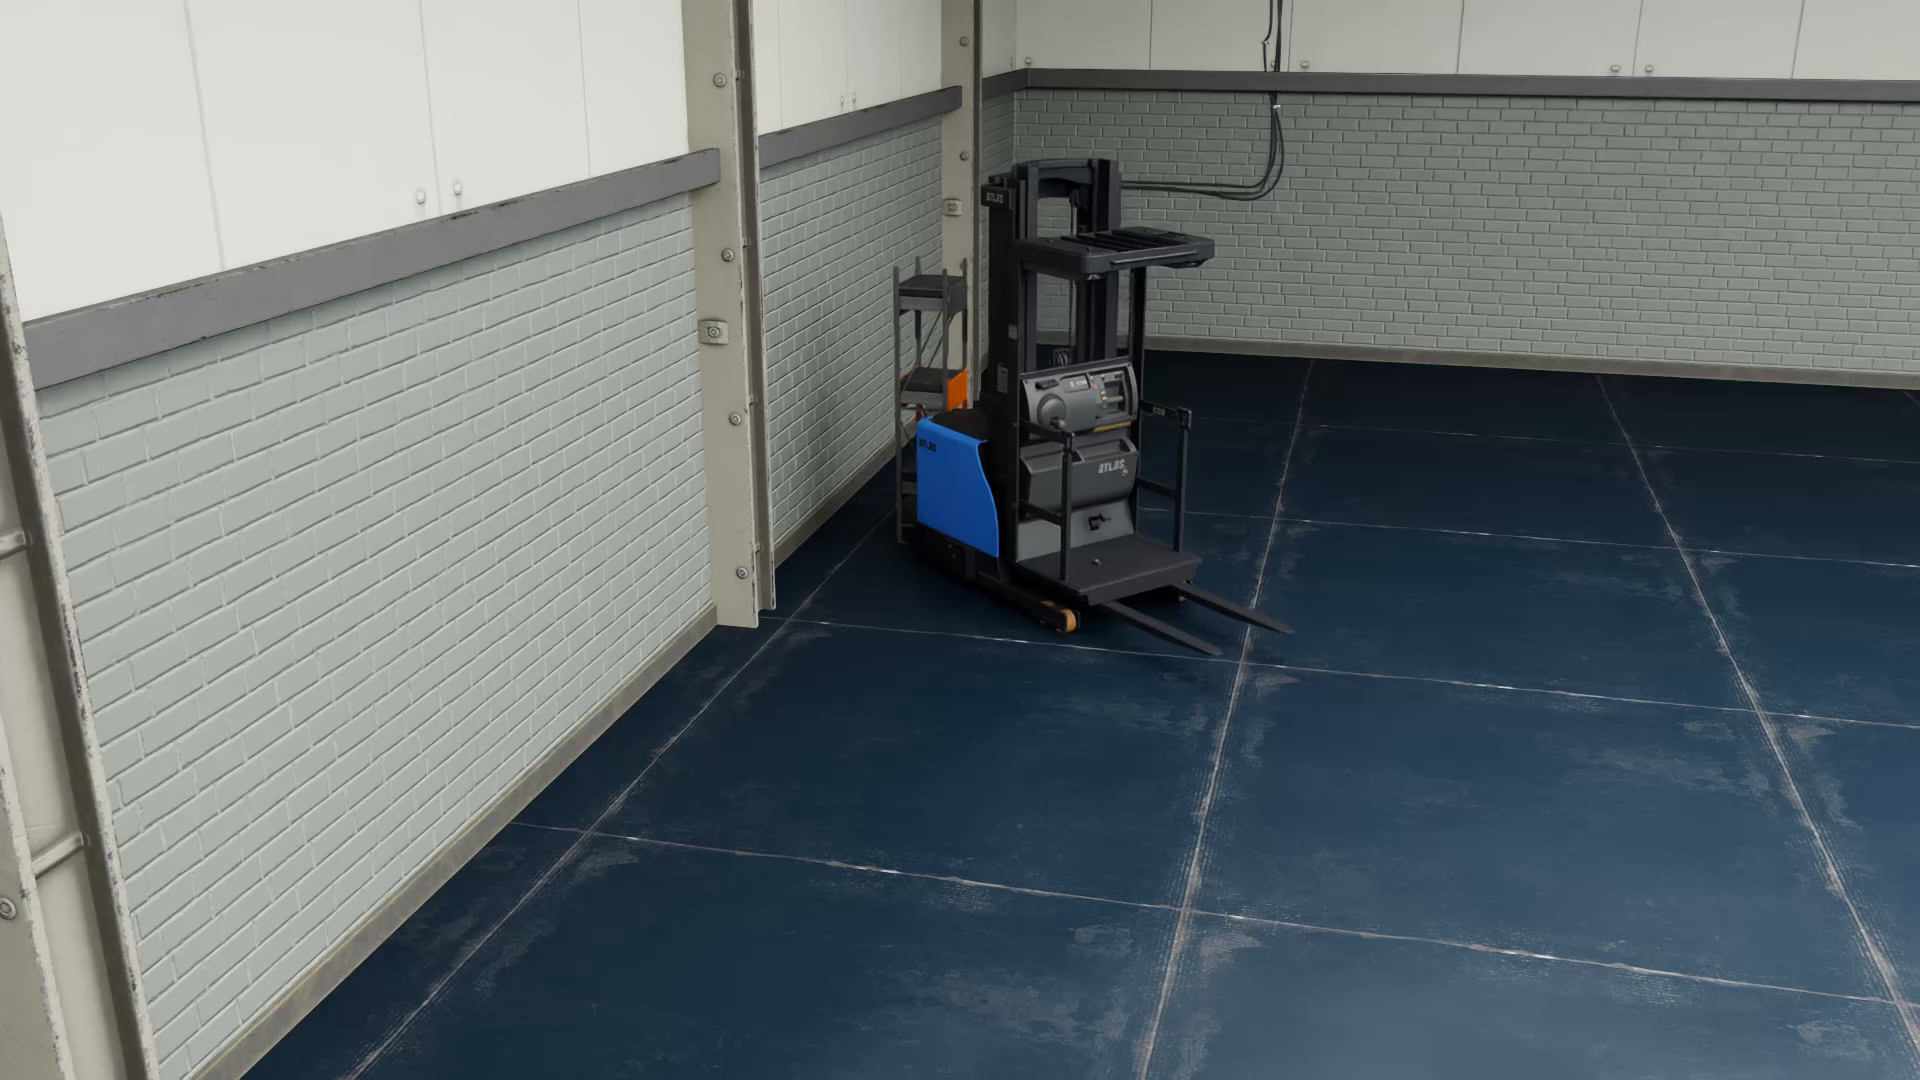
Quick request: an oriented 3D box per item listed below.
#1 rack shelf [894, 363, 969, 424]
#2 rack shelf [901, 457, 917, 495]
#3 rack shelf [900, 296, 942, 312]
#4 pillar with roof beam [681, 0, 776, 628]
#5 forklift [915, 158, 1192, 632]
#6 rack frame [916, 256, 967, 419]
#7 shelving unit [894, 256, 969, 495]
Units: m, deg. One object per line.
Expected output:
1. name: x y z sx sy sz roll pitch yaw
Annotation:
1. rack shelf: -0.211 -1.017 12.458 0.431 0.518 0.480 6 20 16
2. rack shelf: -0.211 -0.484 12.640 0.368 0.174 0.457 6 20 16
3. rack shelf: -0.211 -1.774 12.200 0.332 0.100 0.442 6 20 16
4. pillar with roof beam: 2.724 -3.411 8.752 9.100 9.000 0.400 5 19 13
5. forklift: 0.930 -0.948 10.927 1.130 2.935 3.031 -13 23 -33
6. rack frame: -0.138 -1.105 12.674 0.400 2.100 0.015 6 20 16
7. shelving unit: -0.209 -1.032 12.459 0.431 2.100 0.492 6 20 16
